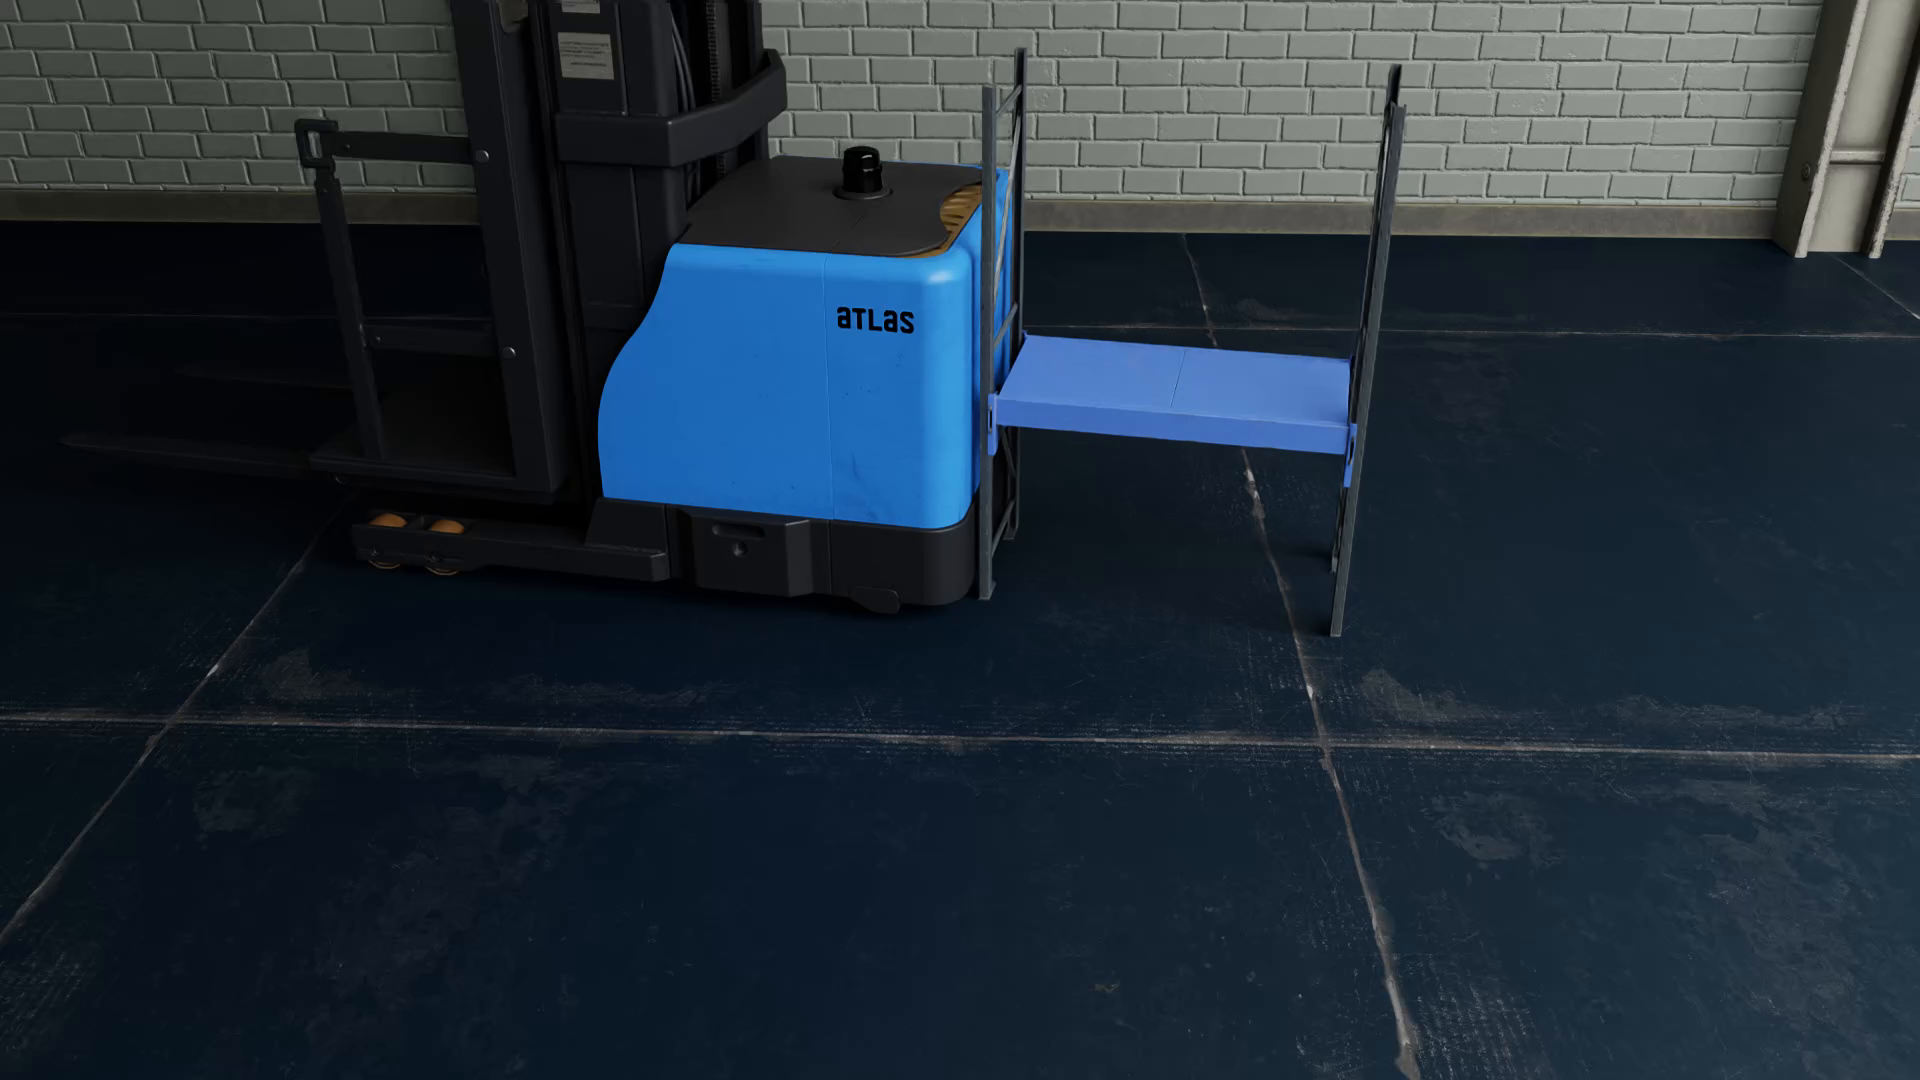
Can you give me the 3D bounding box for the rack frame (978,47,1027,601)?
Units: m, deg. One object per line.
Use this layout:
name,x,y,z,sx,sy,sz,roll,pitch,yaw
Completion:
rack frame,0.122,-0.597,4.776,0.032,1.500,0.500,6,28,11

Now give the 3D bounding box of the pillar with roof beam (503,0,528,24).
pillar with roof beam,-2.067,-3.444,2.139,0.400,9.000,9.100,1,28,2

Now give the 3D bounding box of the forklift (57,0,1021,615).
forklift,-1.371,-1.421,4.802,3.031,2.935,1.130,6,28,11

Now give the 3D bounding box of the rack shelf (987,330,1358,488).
rack shelf,0.619,-0.389,4.767,1.000,0.185,0.538,6,28,11

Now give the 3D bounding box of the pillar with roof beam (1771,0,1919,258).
pillar with roof beam,3.930,-3.345,1.952,0.400,9.000,9.100,1,28,2

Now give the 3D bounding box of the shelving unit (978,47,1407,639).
shelving unit,0.619,-0.548,4.682,1.048,1.500,0.538,6,28,11

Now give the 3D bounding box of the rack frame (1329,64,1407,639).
rack frame,1.116,-0.499,4.589,0.032,1.500,0.500,6,28,11
